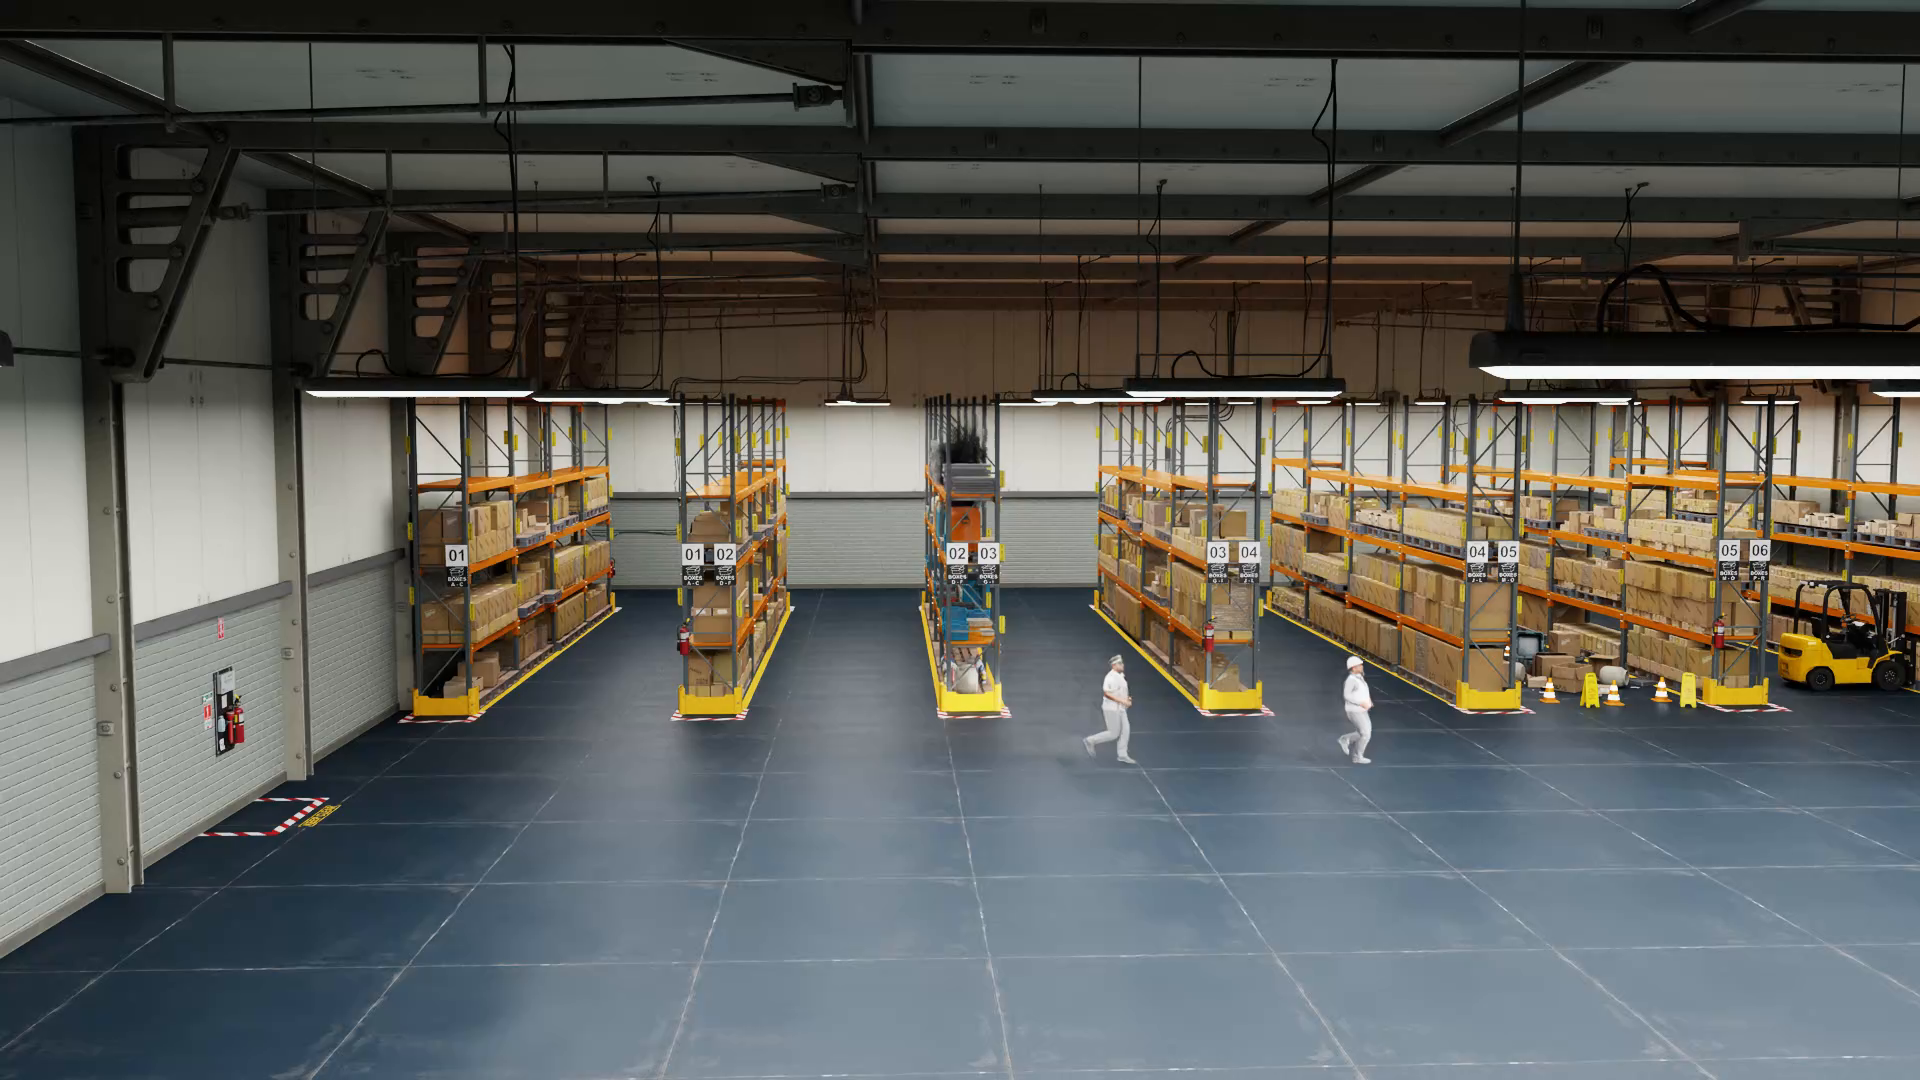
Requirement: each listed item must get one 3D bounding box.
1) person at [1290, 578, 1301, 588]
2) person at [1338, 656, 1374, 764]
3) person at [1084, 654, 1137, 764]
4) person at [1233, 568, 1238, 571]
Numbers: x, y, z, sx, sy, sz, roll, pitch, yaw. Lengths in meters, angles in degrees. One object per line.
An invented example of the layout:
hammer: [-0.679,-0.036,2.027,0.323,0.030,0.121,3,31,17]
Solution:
person: [10.031,1.044,49.147,0.609,1.608,0.766,2,5,22]
person: [6.389,2.740,26.865,0.612,1.720,0.655,3,5,30]
person: [2.463,2.728,26.947,0.844,1.786,0.670,2,5,22]
person: [7.625,1.155,47.666,0.685,1.614,0.570,3,5,32]
